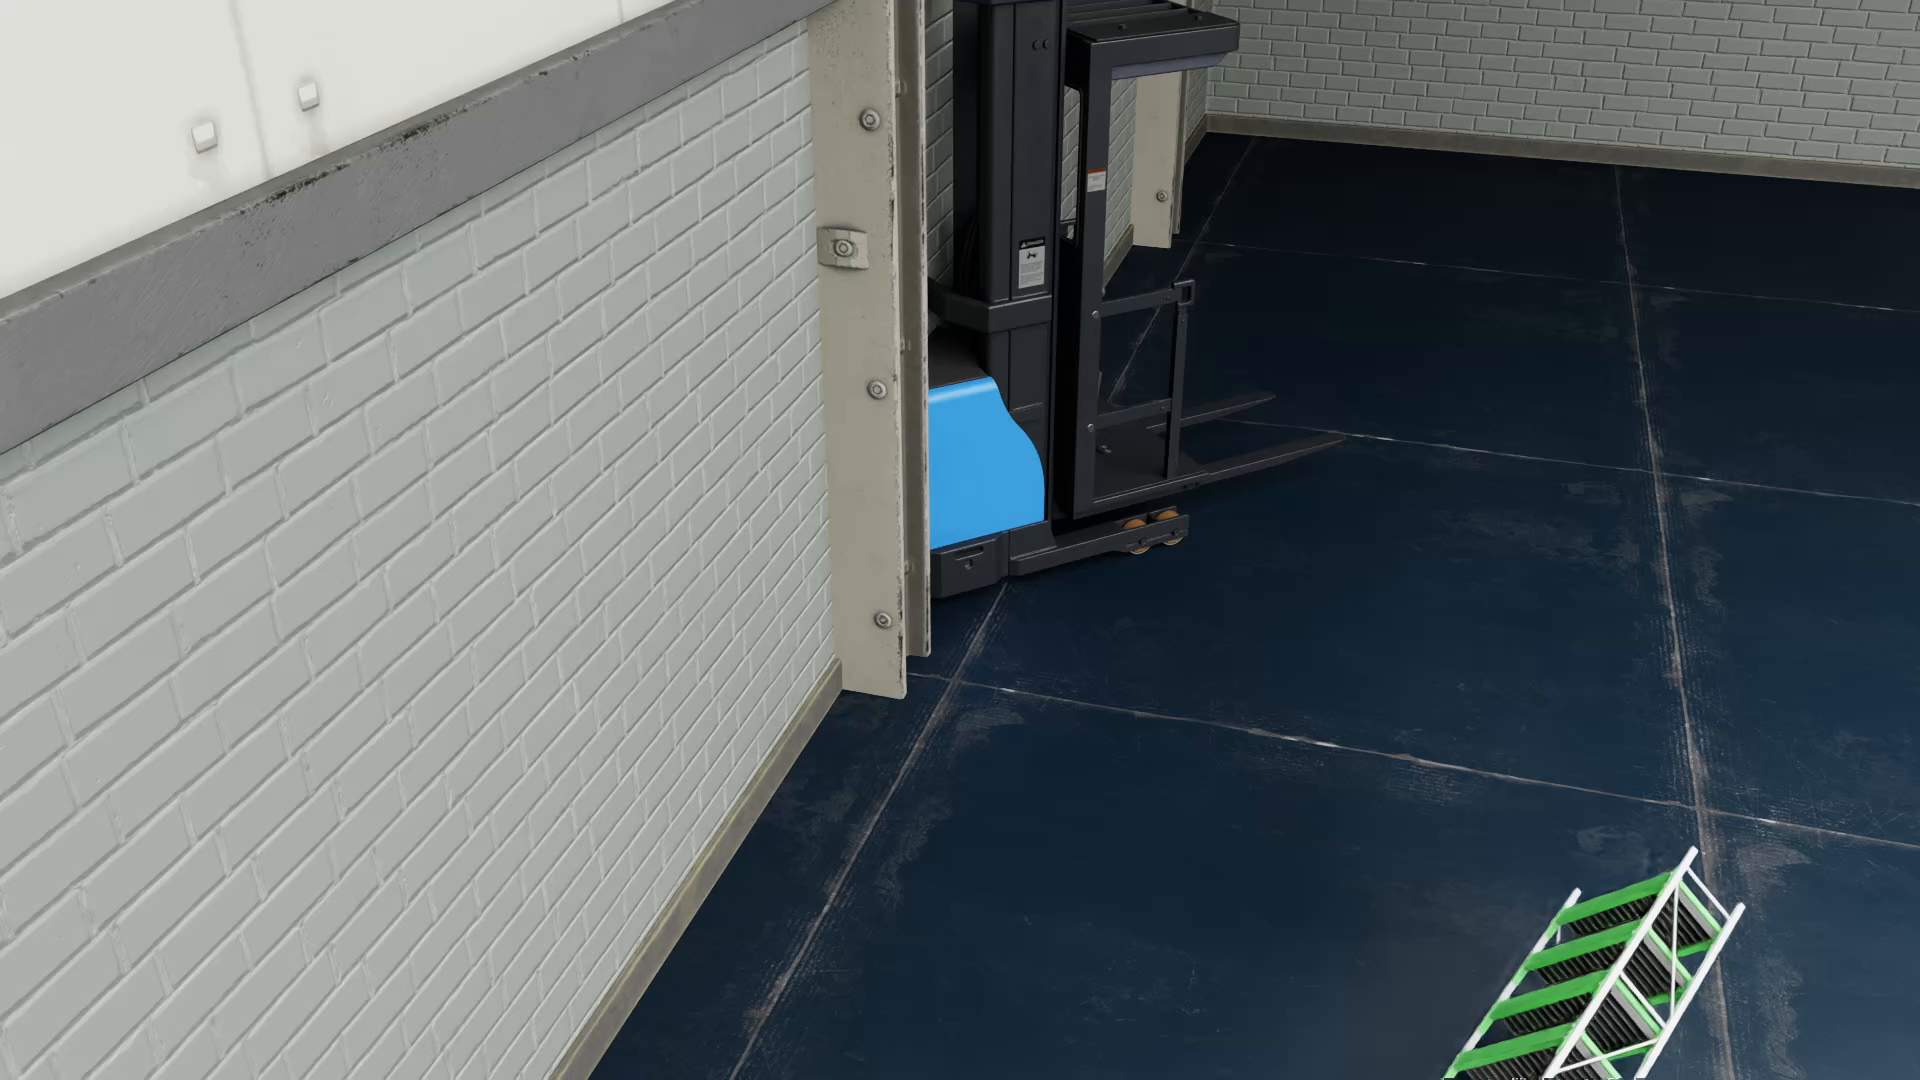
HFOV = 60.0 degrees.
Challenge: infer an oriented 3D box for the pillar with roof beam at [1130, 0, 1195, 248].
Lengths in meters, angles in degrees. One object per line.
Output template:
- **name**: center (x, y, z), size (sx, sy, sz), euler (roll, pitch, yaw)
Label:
- **pillar with roof beam**: center (5.544, -5.546, 8.963), size (9.100, 9.000, 0.400), euler (8, 30, 15)

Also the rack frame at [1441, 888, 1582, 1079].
- **rack frame**: center (1.734, 1.526, 5.139), size (1.200, 0.015, 0.240), euler (-36, 85, -38)

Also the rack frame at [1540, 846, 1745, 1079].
- **rack frame**: center (1.950, 1.316, 4.755), size (1.200, 0.015, 0.240), euler (-36, 85, -38)

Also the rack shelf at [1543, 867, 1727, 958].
- **rack shelf**: center (2.109, 1.229, 5.202), size (0.148, 0.480, 0.258), euler (-36, 85, -38)

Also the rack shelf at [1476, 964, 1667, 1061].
- **rack shelf**: center (1.801, 1.450, 4.908), size (0.148, 0.480, 0.258), euler (-36, 85, -38)

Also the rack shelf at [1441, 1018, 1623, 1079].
- **rack shelf**: center (1.647, 1.561, 4.761), size (0.148, 0.480, 0.258), euler (-36, 85, -38)

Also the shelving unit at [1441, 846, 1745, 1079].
- **shelving unit**: center (1.842, 1.421, 4.947), size (1.200, 0.503, 0.258), euler (-36, 85, -38)

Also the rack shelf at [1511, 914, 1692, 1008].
- **rack shelf**: center (1.955, 1.339, 5.055), size (0.148, 0.480, 0.258), euler (-36, 85, -38)

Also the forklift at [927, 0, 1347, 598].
- **forklift**: center (0.551, -1.423, 7.794), size (3.031, 2.935, 1.130), euler (-15, 32, -24)

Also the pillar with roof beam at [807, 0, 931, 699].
- **pillar with roof beam**: center (3.783, -2.758, 3.950), size (9.100, 9.000, 0.400), euler (8, 30, 15)
